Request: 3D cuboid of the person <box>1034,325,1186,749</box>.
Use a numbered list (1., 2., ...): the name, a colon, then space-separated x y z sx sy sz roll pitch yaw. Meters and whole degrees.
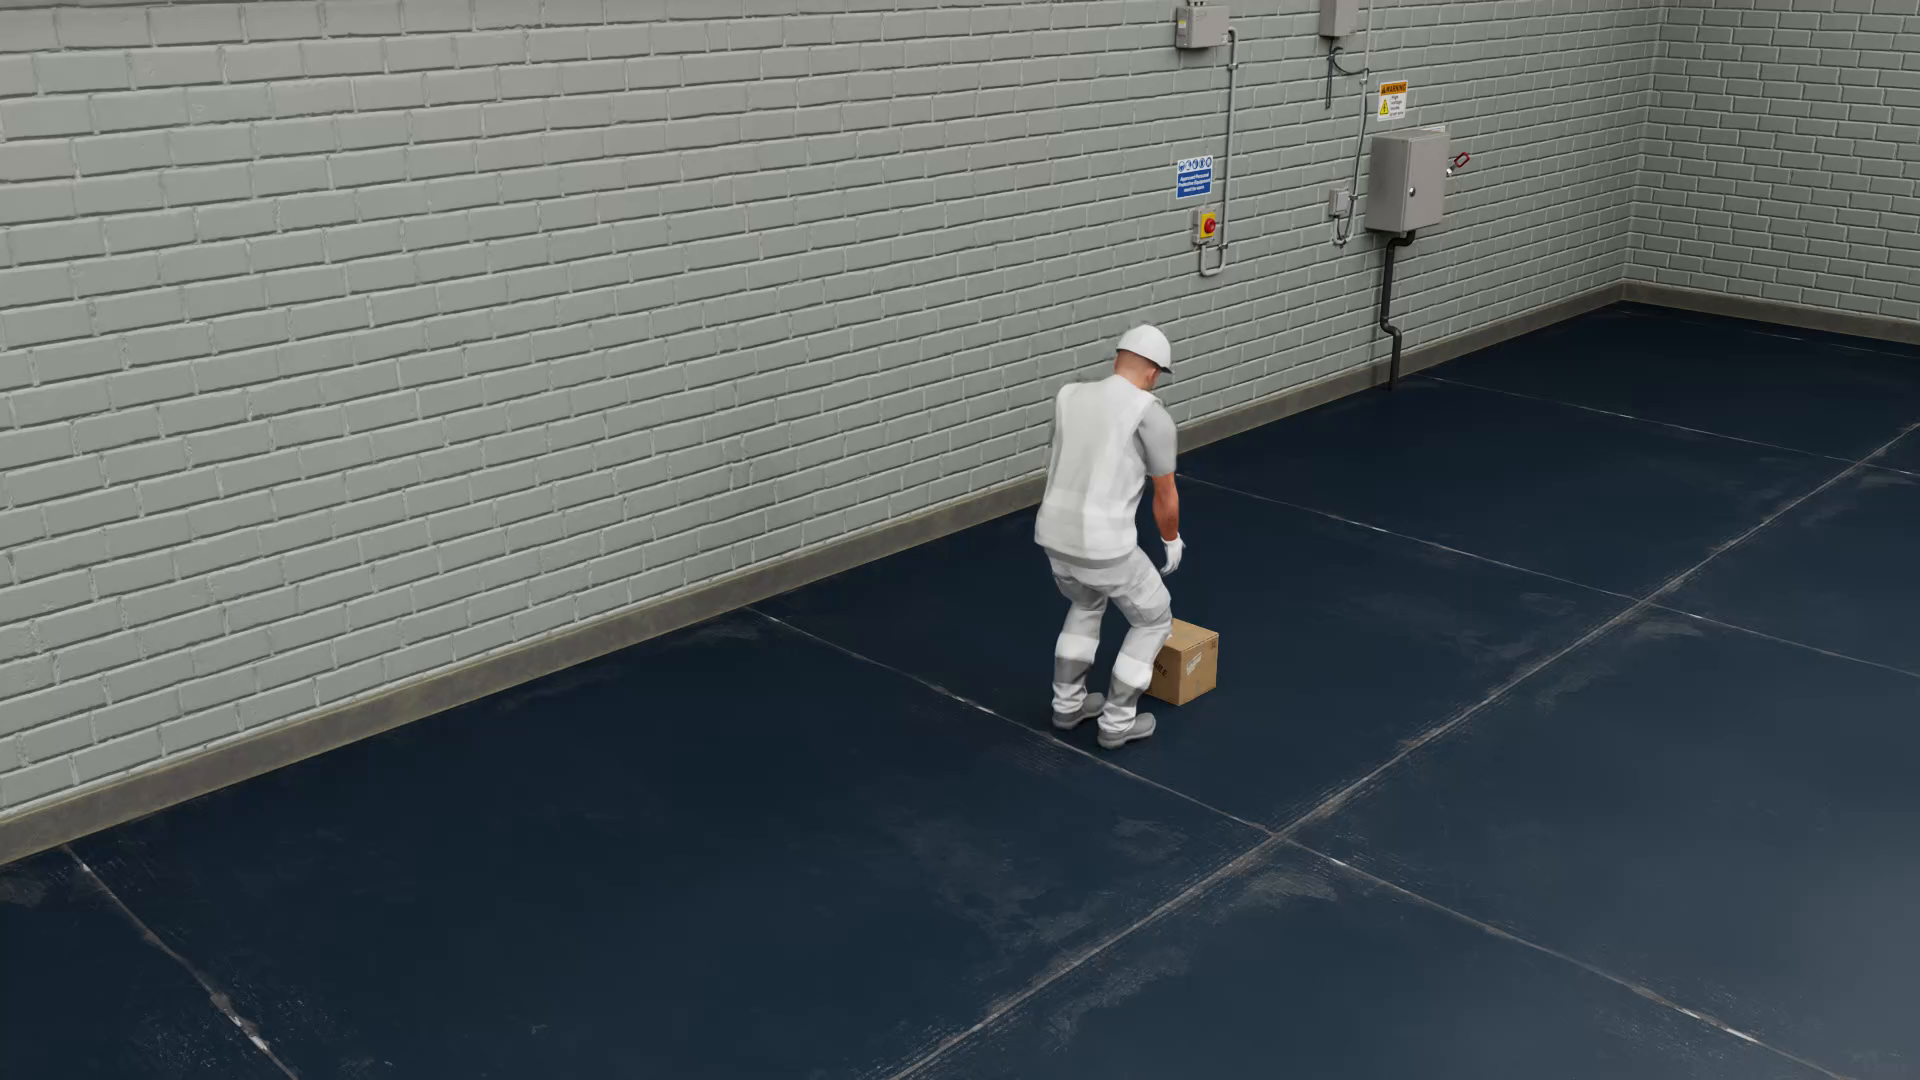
1. person: 0.566 -0.019 6.395 0.575 1.580 0.647 19 28 41
